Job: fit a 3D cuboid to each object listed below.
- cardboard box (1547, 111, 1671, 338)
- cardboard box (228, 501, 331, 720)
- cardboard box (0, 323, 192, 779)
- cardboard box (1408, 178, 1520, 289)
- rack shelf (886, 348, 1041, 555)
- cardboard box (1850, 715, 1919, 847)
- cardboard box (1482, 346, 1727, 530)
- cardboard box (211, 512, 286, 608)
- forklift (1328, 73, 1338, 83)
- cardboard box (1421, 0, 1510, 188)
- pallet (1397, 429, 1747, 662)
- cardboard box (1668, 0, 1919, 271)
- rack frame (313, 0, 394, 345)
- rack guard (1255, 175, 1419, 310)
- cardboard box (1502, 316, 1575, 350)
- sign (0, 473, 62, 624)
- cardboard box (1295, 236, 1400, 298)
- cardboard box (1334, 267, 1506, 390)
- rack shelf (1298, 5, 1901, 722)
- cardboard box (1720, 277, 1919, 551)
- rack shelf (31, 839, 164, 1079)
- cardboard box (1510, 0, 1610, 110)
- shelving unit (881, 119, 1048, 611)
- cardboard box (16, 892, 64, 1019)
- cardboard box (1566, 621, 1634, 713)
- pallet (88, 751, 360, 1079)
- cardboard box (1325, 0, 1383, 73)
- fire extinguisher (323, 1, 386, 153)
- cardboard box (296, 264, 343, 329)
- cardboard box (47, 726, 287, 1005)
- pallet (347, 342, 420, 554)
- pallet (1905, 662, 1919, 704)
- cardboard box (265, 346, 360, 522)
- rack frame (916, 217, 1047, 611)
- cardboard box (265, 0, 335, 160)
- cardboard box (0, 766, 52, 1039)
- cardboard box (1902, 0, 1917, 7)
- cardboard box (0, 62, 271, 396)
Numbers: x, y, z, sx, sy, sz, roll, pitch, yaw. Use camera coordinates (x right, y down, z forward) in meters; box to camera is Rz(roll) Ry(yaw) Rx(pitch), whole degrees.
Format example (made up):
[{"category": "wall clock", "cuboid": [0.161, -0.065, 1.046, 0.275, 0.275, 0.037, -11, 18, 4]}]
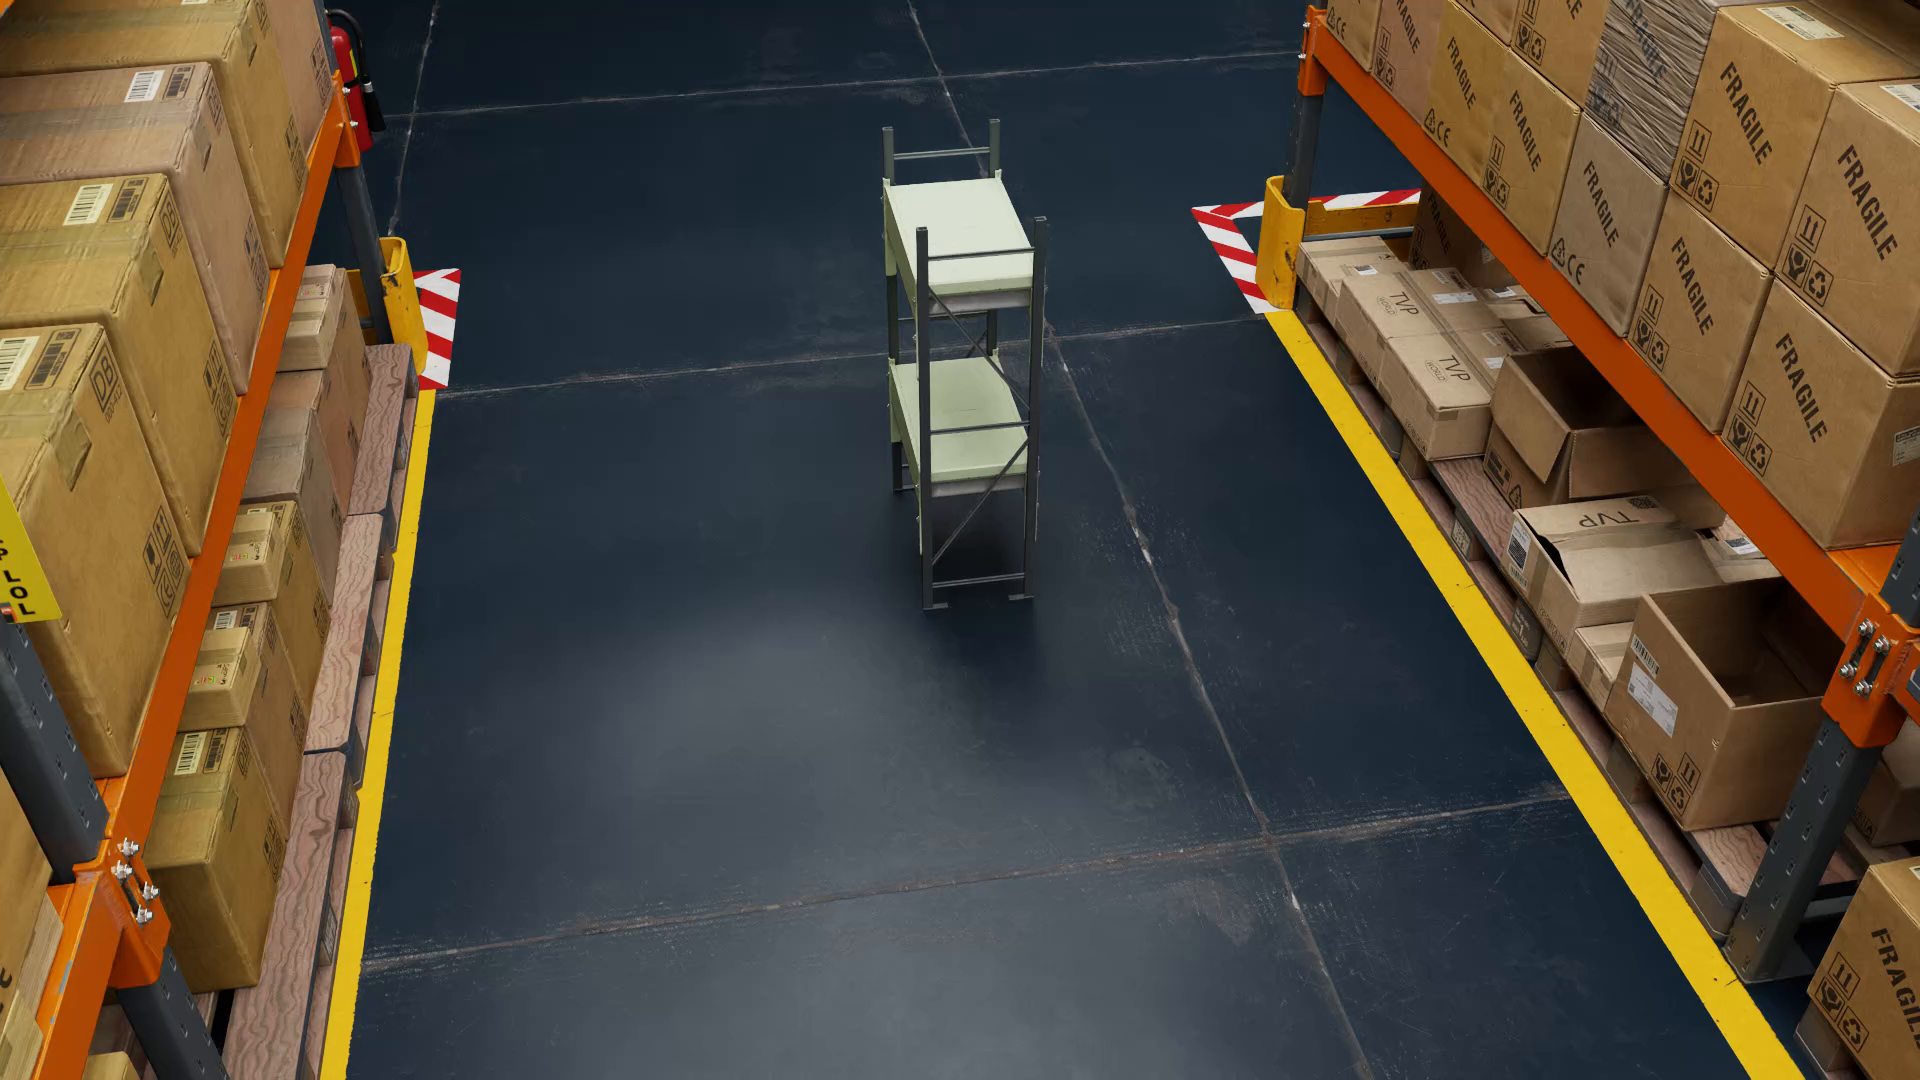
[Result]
[{"category": "cardboard box", "cuboid": [2.146, -0.963, 4.963, 0.500, 0.500, 0.500, -5, 38, -7]}, {"category": "cardboard box", "cuboid": [-2.409, 0.252, 5.176, 0.700, 0.500, 0.500, -5, 38, -7]}, {"category": "cardboard box", "cuboid": [-2.286, 0.059, 3.484, 0.980, 0.700, 0.700, -6, 38, -7]}, {"category": "cardboard box", "cuboid": [2.306, -1.328, 7.194, 0.500, 0.500, 0.500, -6, 38, -8]}, {"category": "rack shelf", "cuboid": [0.001, -0.331, 5.985, 0.431, 0.370, 0.720, -6, 38, -8]}, {"category": "cardboard box", "cuboid": [2.809, 0.584, 4.887, 0.500, 0.311, 0.500, -6, 38, -8]}, {"category": "cardboard box", "cuboid": [2.335, -0.350, 5.932, 0.797, 0.503, 0.637, -6, 38, -8]}, {"category": "cardboard box", "cuboid": [-2.209, 0.068, 4.884, 0.380, 0.149, 0.250, -7, 38, -9]}, {"category": "forklift", "cuboid": [3.568, -3.429, 8.275, 3.031, 2.935, 1.130, 26, 45, 29]}, {"category": "cardboard box", "cuboid": [1.968, -1.572, 5.747, 0.500, 0.500, 0.500, -6, 38, -8]}, {"category": "pallet", "cuboid": [2.333, -0.080, 6.181, 1.003, 0.211, 1.213, -6, 38, -8]}, {"category": "cardboard box", "cuboid": [2.234, -1.049, 4.259, 0.500, 0.500, 0.500, -7, 38, -9]}, {"category": "rack frame", "cuboid": [-2.908, -1.909, 6.262, 1.000, 3.000, 0.127, -6, 38, -8]}, {"category": "rack guard", "cuboid": [1.982, -1.411, 7.658, 1.175, 0.500, 0.348, -6, 38, -8]}, {"category": "cardboard box", "cuboid": [2.443, -0.653, 6.528, 0.500, 0.250, 0.500, -6, 38, -8]}, {"category": "sign", "cuboid": [-1.674, 0.017, 2.904, 0.100, 0.325, 0.005, -6, 38, -8]}, {"category": "cardboard box", "cuboid": [1.704, -1.202, 7.317, 0.380, 0.149, 0.250, -6, 38, -8]}, {"category": "cardboard box", "cuboid": [1.872, -0.871, 6.808, 0.500, 0.250, 0.500, -6, 38, -8]}, {"category": "rack shelf", "cuboid": [2.319, -0.952, 5.616, 1.077, 0.370, 4.000, -6, 38, -8]}, {"category": "cardboard box", "cuboid": [2.330, -0.342, 4.163, 0.500, 0.500, 0.500, -6, 38, -7]}, {"category": "rack shelf", "cuboid": [-1.856, 1.999, 1.818, 1.077, 0.370, 4.000, -6, 38, -8]}, {"category": "cardboard box", "cuboid": [2.059, -1.657, 5.042, 0.500, 0.500, 0.500, -7, 38, -8]}, {"category": "shelving unit", "cuboid": [0.001, -0.588, 5.785, 0.431, 1.500, 0.755, -6, 38, -8]}, {"category": "cardboard box", "cuboid": [-1.868, 0.772, 2.999, 0.380, 0.149, 0.250, -6, 38, -8]}, {"category": "cardboard box", "cuboid": [2.166, 0.391, 5.267, 0.380, 0.149, 0.250, -6, 38, -8]}, {"category": "pallet", "cuboid": [-2.263, 1.141, 4.610, 1.003, 0.211, 1.213, -6, 38, -8]}, {"category": "cardboard box", "cuboid": [1.787, -2.187, 6.538, 0.500, 0.500, 0.500, -5, 38, -7]}, {"category": "fire extinguisher", "cuboid": [-2.480, -1.872, 6.581, 0.296, 0.674, 0.183, -6, 38, -8]}, {"category": "cardboard box", "cuboid": [-2.485, -0.874, 6.096, 0.380, 0.149, 0.250, -7, 38, -8]}, {"category": "cardboard box", "cuboid": [-2.237, 0.866, 4.386, 0.700, 0.500, 0.500, -6, 38, -7]}, {"category": "pallet", "cuboid": [-2.691, -0.333, 6.507, 1.003, 0.211, 1.213, -6, 38, -8]}, {"category": "pallet", "cuboid": [2.702, 0.542, 3.263, 1.003, 0.211, 1.213, -6, 38, -8]}, {"category": "cardboard box", "cuboid": [-2.599, -0.373, 5.981, 0.700, 0.500, 0.500, -6, 38, -8]}, {"category": "rack frame", "cuboid": [0.065, -0.367, 5.500, 0.400, 1.500, 0.023, -6, 38, -8]}, {"category": "cardboard box", "cuboid": [-2.808, -1.720, 5.775, 0.980, 0.700, 0.700, -5, 38, -6]}, {"category": "cardboard box", "cuboid": [-1.877, 0.594, 2.700, 0.500, 0.500, 0.500, -7, 38, -9]}, {"category": "cardboard box", "cuboid": [2.684, -1.399, 4.709, 0.500, 0.500, 0.500, -7, 38, -9]}, {"category": "cardboard box", "cuboid": [-2.545, -0.820, 4.617, 0.980, 0.700, 0.700, -8, 39, -10]}]
